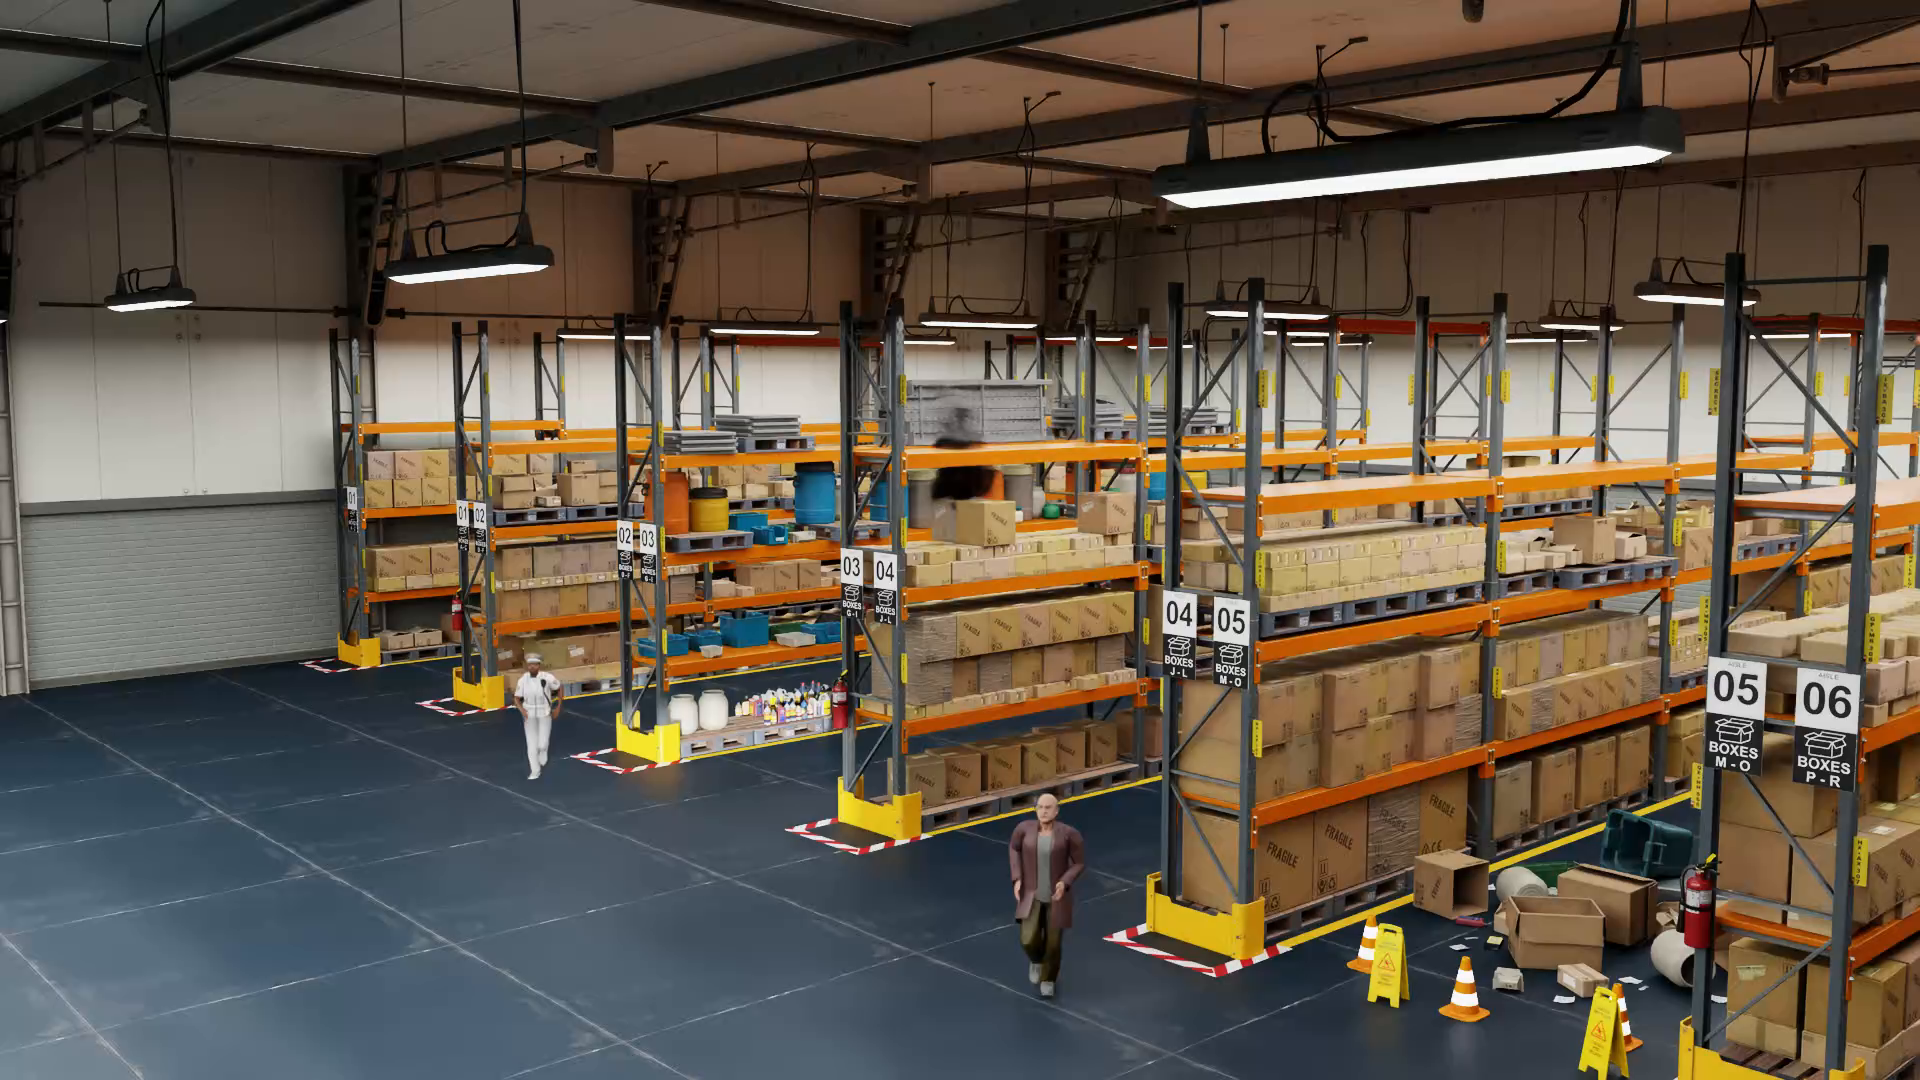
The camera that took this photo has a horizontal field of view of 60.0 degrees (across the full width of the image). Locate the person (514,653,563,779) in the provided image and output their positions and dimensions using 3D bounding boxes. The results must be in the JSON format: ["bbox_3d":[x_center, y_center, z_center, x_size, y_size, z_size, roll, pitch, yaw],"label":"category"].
[{"bbox_3d":[-5.389,2.254,21.238,0.603,1.650,0.572,-1,6,-6],"label":"person"}]

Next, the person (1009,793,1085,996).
[{"bbox_3d":[0.701,2.954,13.788,0.664,1.719,0.635,1,6,11],"label":"person"}]
